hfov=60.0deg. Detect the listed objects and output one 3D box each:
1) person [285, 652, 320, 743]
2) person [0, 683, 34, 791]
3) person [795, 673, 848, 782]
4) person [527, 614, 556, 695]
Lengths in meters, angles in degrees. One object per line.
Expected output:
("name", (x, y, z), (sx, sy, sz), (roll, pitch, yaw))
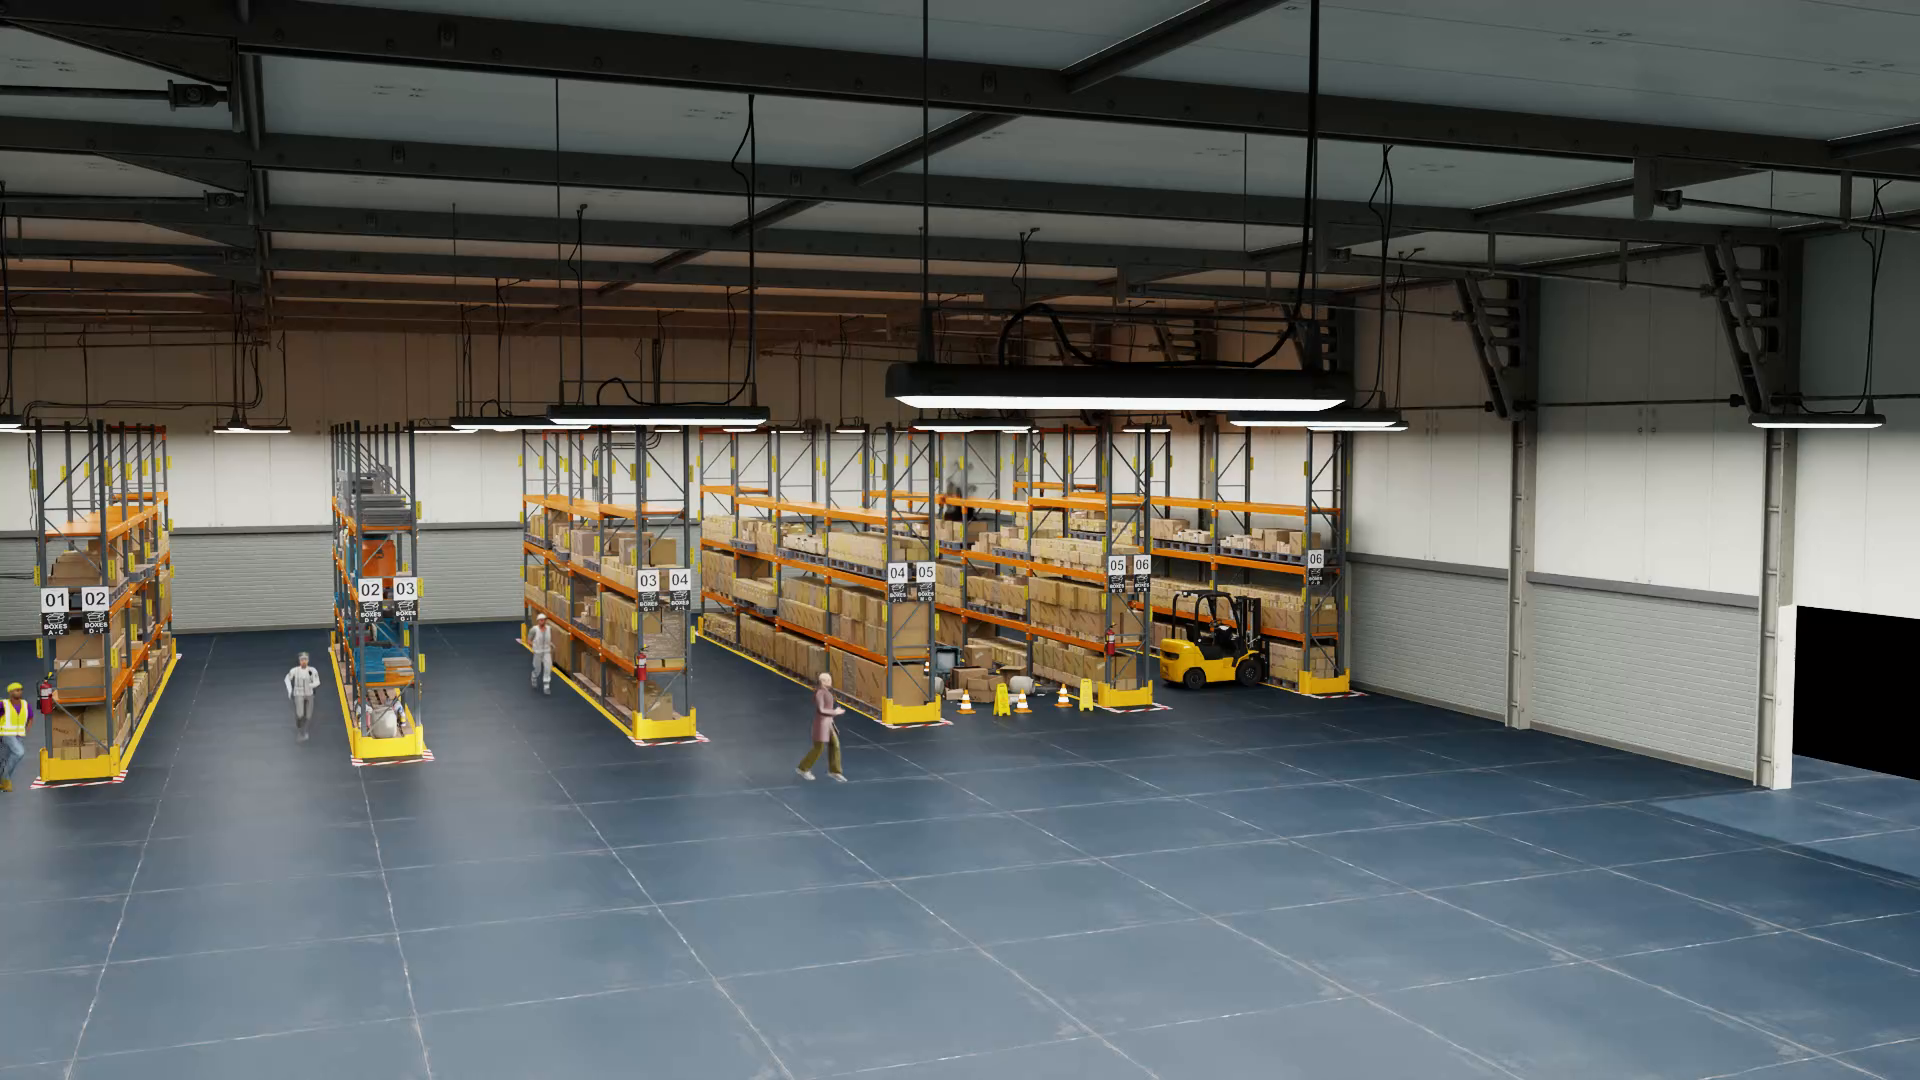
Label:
("person", (-12.266, 2.934, 31.082), (0.582, 1.690, 0.666), (-2, 4, -29))
("person", (-15.283, 3.164, 26.866), (0.667, 1.699, 0.717), (2, 4, 24))
("person", (-2.289, 3.120, 27.507), (0.872, 1.852, 0.735), (1, 4, 9))
("person", (-9.321, 2.512, 37.003), (0.633, 1.776, 0.985), (-2, 4, -29))
